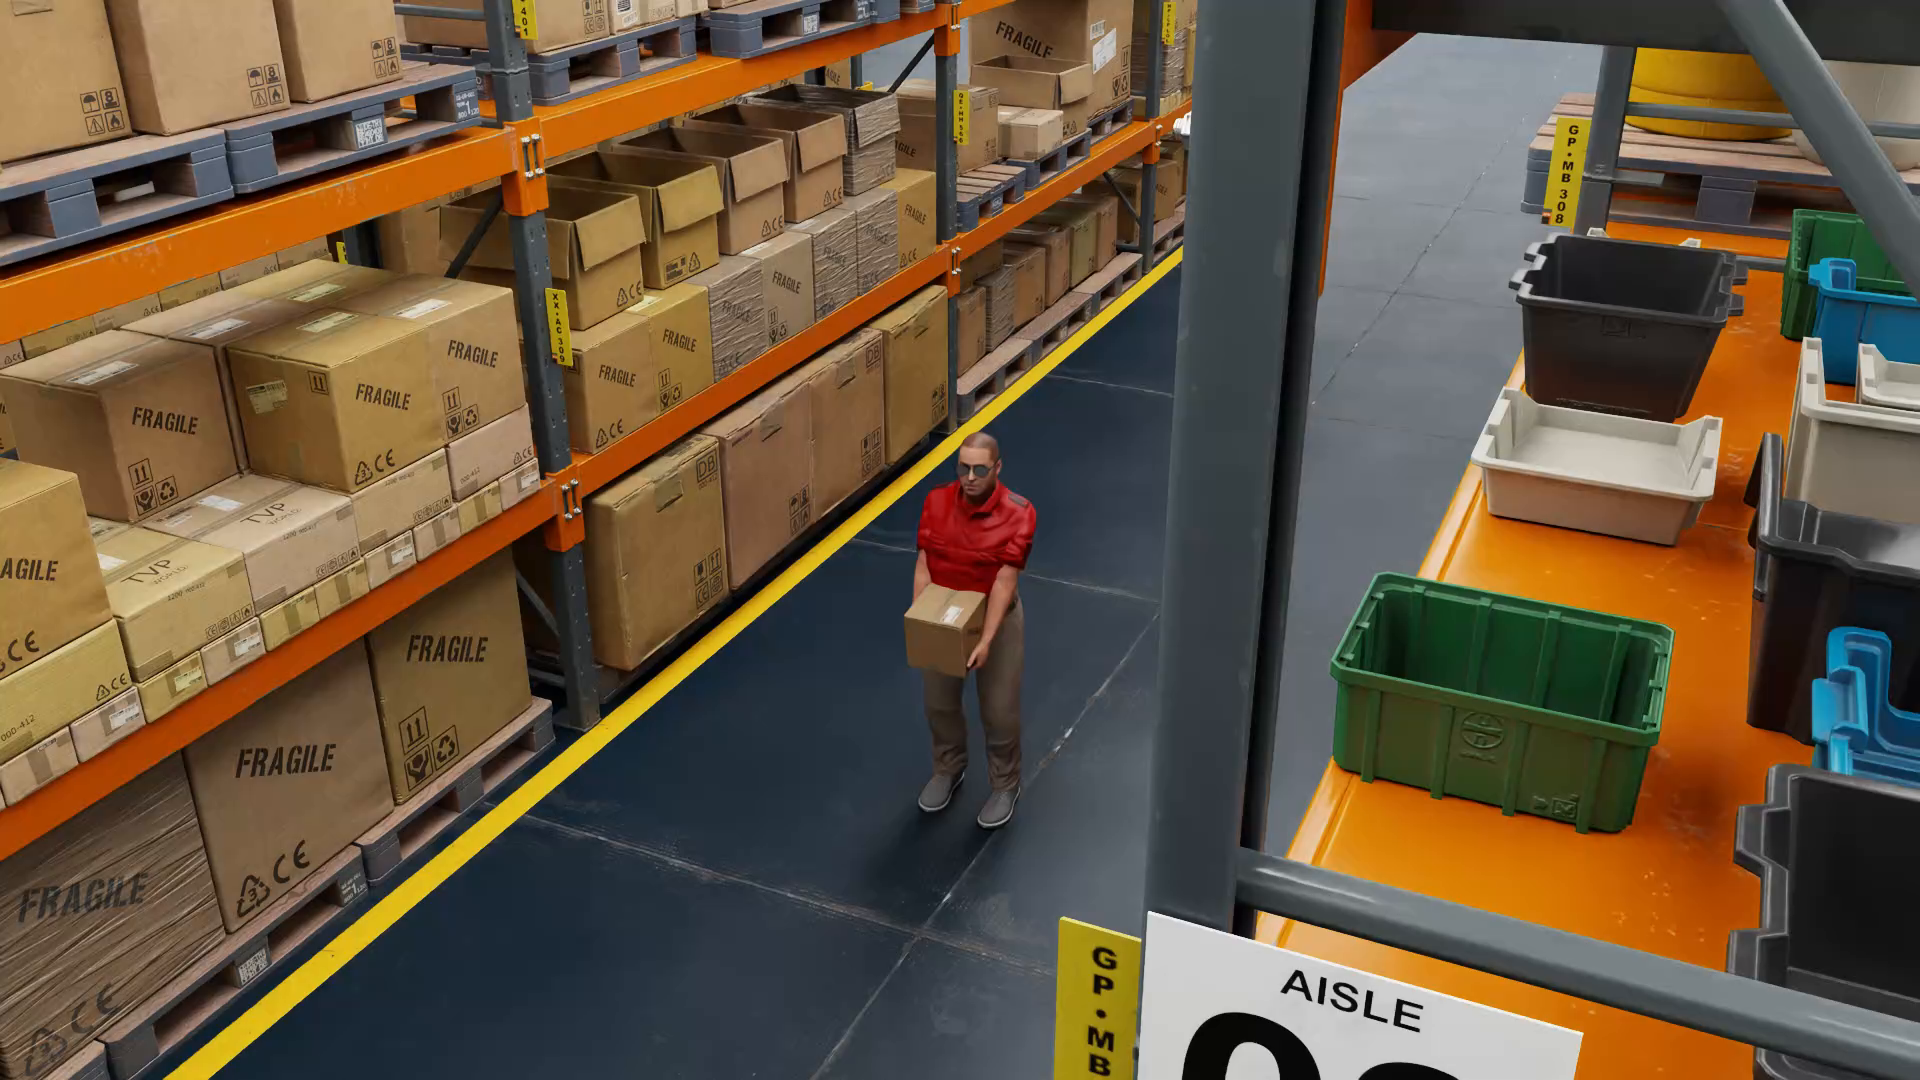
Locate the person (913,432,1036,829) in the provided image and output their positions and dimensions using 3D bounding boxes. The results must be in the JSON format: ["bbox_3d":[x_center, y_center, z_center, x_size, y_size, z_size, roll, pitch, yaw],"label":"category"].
[{"bbox_3d":[0.037,0.395,6.833,0.490,1.726,0.548,11,28,21],"label":"person"}]
